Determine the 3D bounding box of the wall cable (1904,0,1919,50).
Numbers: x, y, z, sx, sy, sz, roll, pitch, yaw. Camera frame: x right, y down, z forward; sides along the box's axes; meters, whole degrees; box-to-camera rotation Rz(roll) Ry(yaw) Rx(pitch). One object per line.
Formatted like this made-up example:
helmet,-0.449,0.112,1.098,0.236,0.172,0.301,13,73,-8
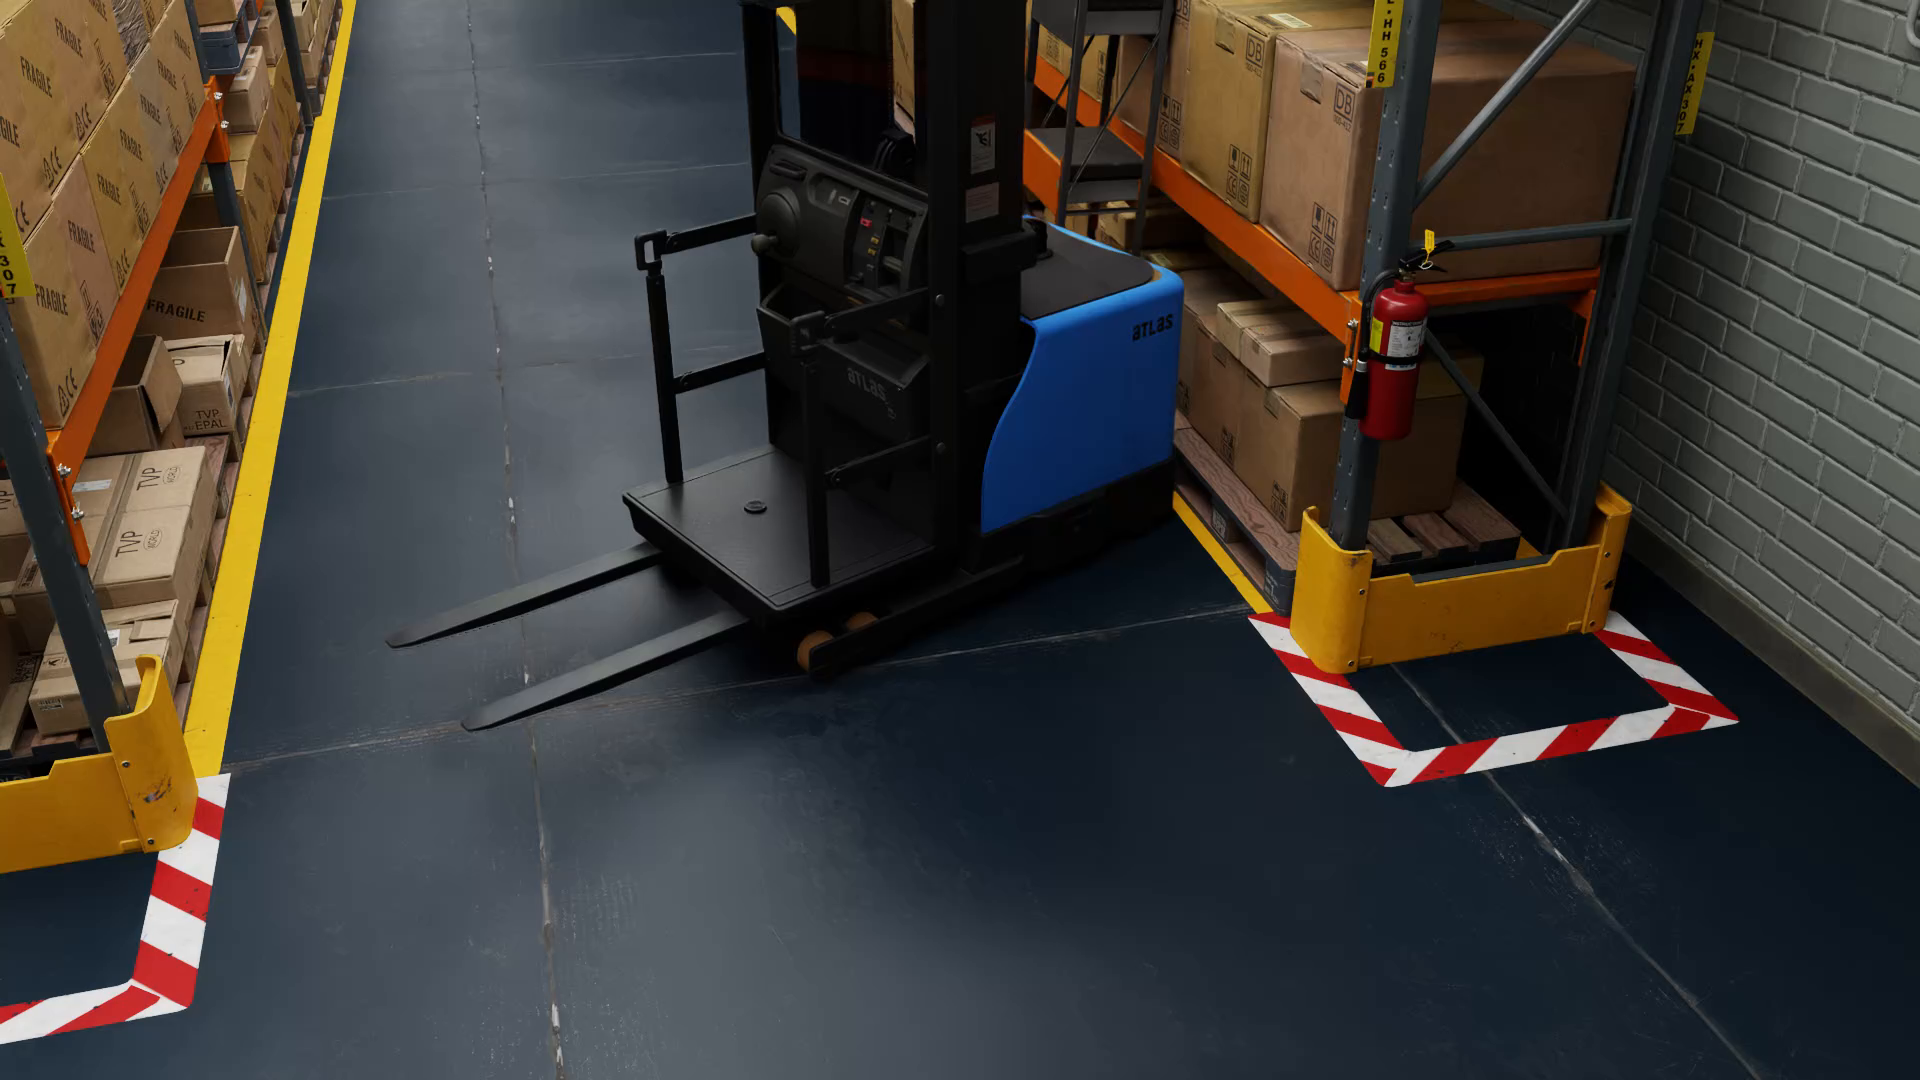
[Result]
wall cable,3.060,-0.931,4.350,0.084,1.984,1.851,-8,31,-13

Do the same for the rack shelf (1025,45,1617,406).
rack shelf,1.277,-1.639,7.305,1.077,0.370,4.000,-8,31,-13

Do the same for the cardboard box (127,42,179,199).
cardboard box,-3.372,-1.595,6.412,0.500,0.500,0.500,-7,31,-12

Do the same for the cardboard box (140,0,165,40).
cardboard box,-3.506,-2.275,6.588,0.500,0.500,0.500,-8,31,-14

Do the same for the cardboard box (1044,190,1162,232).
cardboard box,0.846,-1.641,8.667,0.700,0.500,0.500,-7,31,-13

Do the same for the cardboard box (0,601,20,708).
cardboard box,-3.349,0.338,5.228,0.500,0.500,0.500,-8,31,-13

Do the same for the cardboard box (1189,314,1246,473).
cardboard box,1.393,-0.651,6.956,0.700,0.500,0.500,-8,31,-13

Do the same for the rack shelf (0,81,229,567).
rack shelf,-3.498,-0.978,6.164,1.077,0.370,4.000,-8,31,-13

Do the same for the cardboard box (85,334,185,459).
cardboard box,-3.525,-0.459,6.601,0.797,0.503,0.637,-8,31,-13

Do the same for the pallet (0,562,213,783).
pallet,-3.200,0.462,5.742,1.003,0.211,1.213,-8,31,-13

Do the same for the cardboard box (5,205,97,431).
cardboard box,-2.831,-0.616,4.721,0.500,0.500,0.500,-7,31,-12

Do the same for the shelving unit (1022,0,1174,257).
shelving unit,0.522,-1.508,7.205,0.431,2.100,0.503,-7,34,-17

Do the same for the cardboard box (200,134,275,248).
cardboard box,-4.074,-1.886,9.071,0.500,0.500,0.500,-7,31,-13

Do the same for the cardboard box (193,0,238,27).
cardboard box,-3.939,-2.739,7.969,0.700,0.500,0.500,-19,35,-30

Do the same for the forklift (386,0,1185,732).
forklift,-0.587,-1.077,5.686,3.031,2.935,1.130,-22,37,-33

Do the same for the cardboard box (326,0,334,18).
cardboard box,-5.494,-4.458,13.783,0.500,0.250,0.500,-7,31,-12

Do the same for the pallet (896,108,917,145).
pallet,0.141,-2.662,11.139,1.003,0.211,1.213,-8,31,-13

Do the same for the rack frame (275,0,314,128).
rack frame,-5.090,-4.188,10.990,1.000,3.000,0.127,-8,31,-13

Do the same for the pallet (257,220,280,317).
pallet,-4.281,-1.437,9.021,1.003,0.211,1.213,-8,31,-13

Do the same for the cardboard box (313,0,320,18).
cardboard box,-5.227,-4.213,12.801,0.500,0.311,0.500,-9,31,-15

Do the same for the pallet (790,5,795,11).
pallet,-1.169,-5.197,15.519,1.003,0.211,1.213,-8,31,-13

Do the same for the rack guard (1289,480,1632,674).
rack guard,1.814,0.109,6.062,1.175,0.500,0.348,-8,31,-13

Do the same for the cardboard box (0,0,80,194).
cardboard box,-2.977,-1.301,4.905,0.500,0.500,0.500,-8,31,-13

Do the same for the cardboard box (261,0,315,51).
cardboard box,-4.946,-3.714,11.938,0.500,0.311,0.500,-7,31,-12

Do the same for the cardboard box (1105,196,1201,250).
cardboard box,0.900,-1.480,7.742,0.380,0.149,0.250,-9,31,-15

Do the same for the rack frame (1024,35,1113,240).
rack frame,0.446,-1.635,7.398,0.400,2.100,0.015,-7,34,-17

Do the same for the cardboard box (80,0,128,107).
cardboard box,-3.240,-1.788,5.747,0.500,0.500,0.500,-8,31,-14

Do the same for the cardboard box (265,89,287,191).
cardboard box,-4.333,-2.373,9.912,0.500,0.500,0.500,-9,31,-15

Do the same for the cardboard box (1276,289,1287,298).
cardboard box,1.551,-1.021,6.949,0.380,0.149,0.250,-8,31,-13

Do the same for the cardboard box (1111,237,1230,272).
cardboard box,1.110,-1.150,7.818,0.700,0.500,0.500,-7,31,-12

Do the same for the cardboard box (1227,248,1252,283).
cardboard box,1.414,-1.268,7.375,0.380,0.149,0.250,-8,31,-13

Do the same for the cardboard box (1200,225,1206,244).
cardboard box,1.277,-1.515,7.801,0.380,0.149,0.250,-8,31,-13

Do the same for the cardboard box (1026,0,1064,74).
cardboard box,0.875,-2.782,8.262,0.980,0.700,0.700,-7,31,-13

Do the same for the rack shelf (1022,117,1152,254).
rack shelf,0.521,-1.497,7.212,0.431,0.518,0.480,-7,34,-17

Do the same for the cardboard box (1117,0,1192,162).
cardboard box,1.266,-2.078,7.047,0.980,0.700,0.700,-9,31,-16

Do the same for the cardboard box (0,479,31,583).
cardboard box,-3.572,-0.017,6.090,0.500,0.250,0.500,-8,31,-13

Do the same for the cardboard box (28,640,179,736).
cardboard box,-2.747,0.472,5.347,0.380,0.149,0.250,-8,31,-13

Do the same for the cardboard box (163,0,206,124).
cardboard box,-3.649,-2.092,7.270,0.500,0.500,0.500,-7,31,-12

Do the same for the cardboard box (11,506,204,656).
cardboard box,-2.971,0.134,5.830,0.500,0.250,0.500,-8,31,-13

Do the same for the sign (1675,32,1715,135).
sign,2.345,-1.464,5.342,0.100,0.325,0.005,-8,31,-13

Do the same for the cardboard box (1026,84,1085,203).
cardboard box,0.448,-2.464,9.740,0.750,0.750,0.750,-7,31,-13

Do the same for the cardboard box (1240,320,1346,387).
cardboard box,1.316,-0.727,6.441,0.380,0.149,0.250,-8,31,-14

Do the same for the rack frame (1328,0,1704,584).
rack frame,1.808,-0.984,5.456,1.000,3.000,0.127,-8,31,-13

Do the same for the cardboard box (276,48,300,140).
cardboard box,-4.616,-2.876,10.780,0.500,0.500,0.500,-7,31,-11

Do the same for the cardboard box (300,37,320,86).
cardboard box,-4.946,-3.471,12.079,0.500,0.250,0.500,-8,31,-13

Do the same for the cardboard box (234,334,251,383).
cardboard box,-3.447,-0.802,7.547,0.380,0.149,0.250,-8,31,-13

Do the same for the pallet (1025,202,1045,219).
pallet,0.469,-2.072,10.119,1.003,0.211,1.213,-8,31,-13

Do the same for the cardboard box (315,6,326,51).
cardboard box,-5.224,-3.964,12.930,0.500,0.250,0.500,-9,31,-15

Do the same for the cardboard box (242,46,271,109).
cardboard box,-4.321,-2.680,9.693,0.500,0.250,0.500,-8,31,-14

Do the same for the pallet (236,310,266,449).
pallet,-3.847,-0.717,7.778,1.003,0.211,1.213,-8,31,-13

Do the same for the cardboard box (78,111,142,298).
cardboard box,-3.103,-1.108,5.570,0.500,0.500,0.500,-8,31,-13

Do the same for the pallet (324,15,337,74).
pallet,-5.591,-3.972,13.401,1.003,0.211,1.213,-8,31,-13

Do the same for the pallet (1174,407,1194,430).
pallet,1.200,-0.741,7.820,1.003,0.211,1.213,-8,31,-13

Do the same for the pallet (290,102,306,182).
pallet,-4.929,-2.615,11.057,1.003,0.211,1.213,-8,31,-13

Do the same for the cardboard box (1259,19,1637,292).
cardboard box,1.663,-1.359,5.804,0.980,0.700,0.700,-6,31,-11
